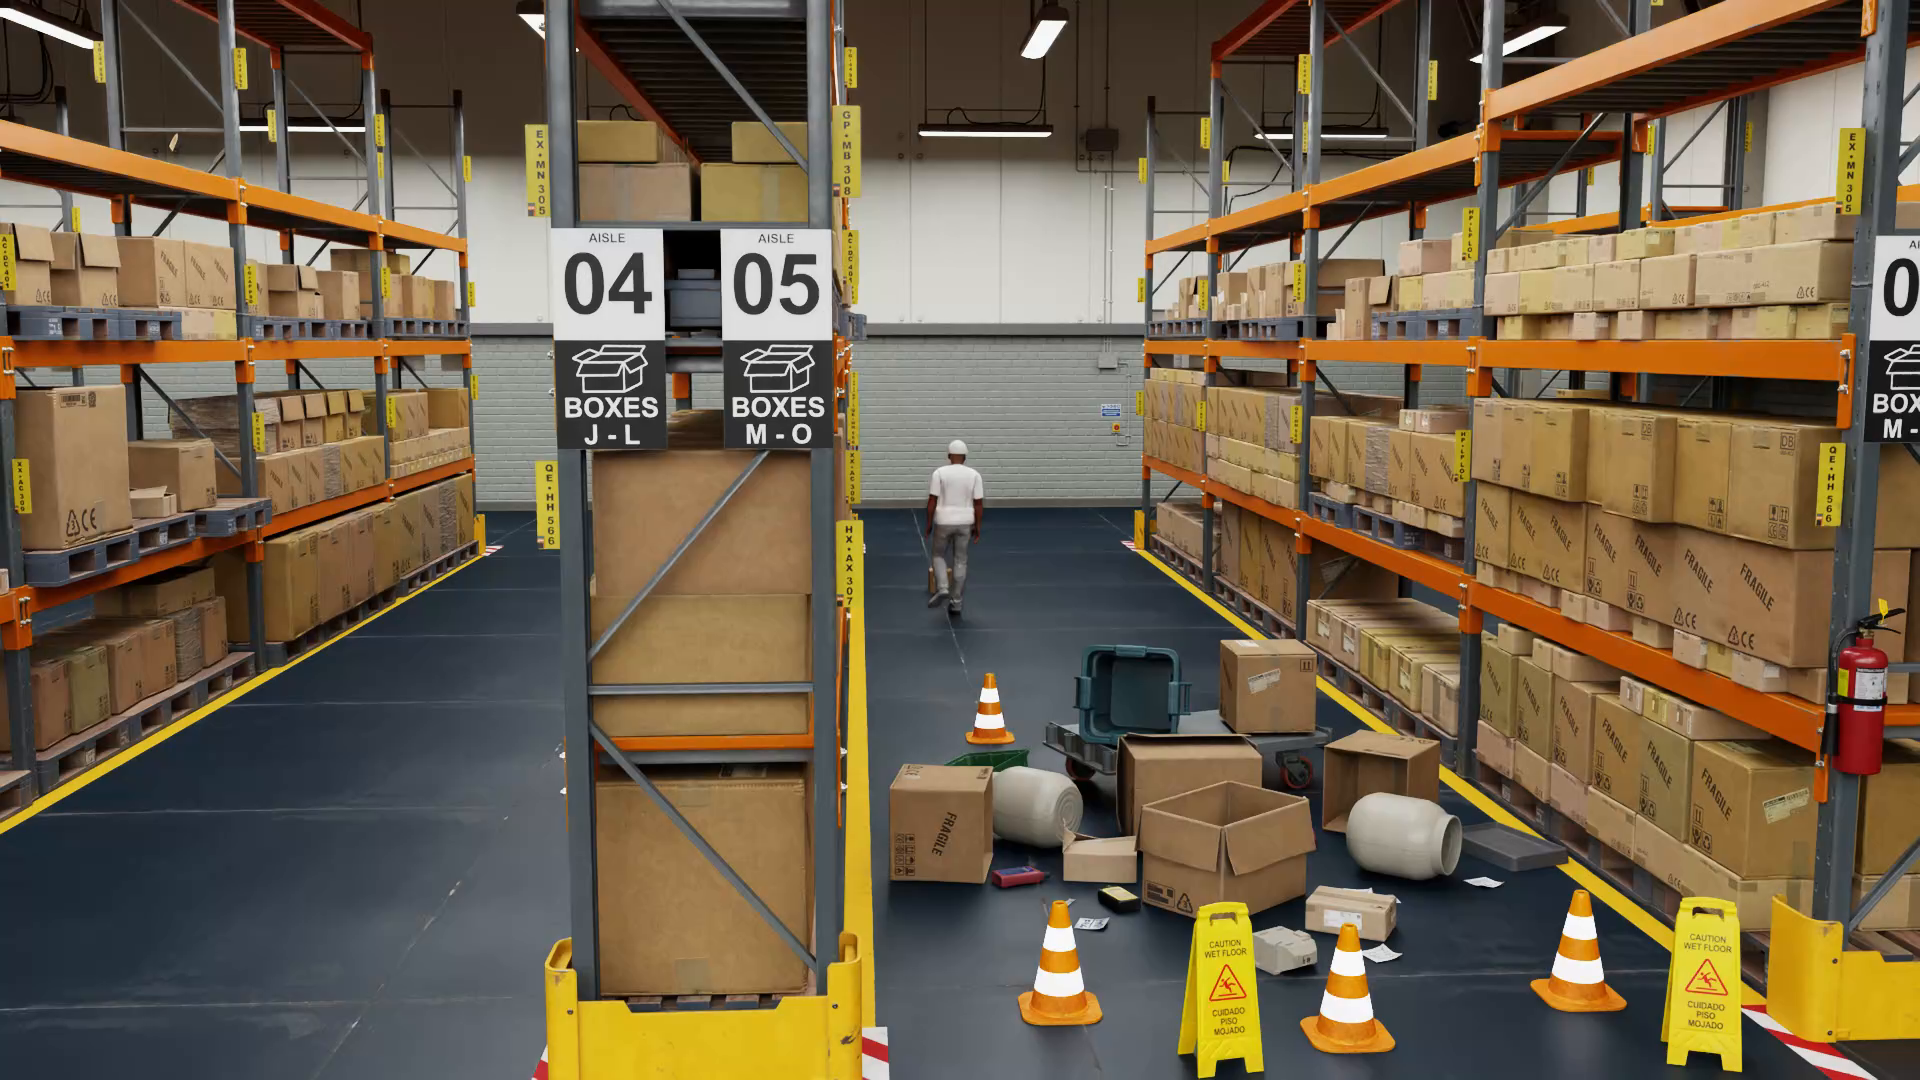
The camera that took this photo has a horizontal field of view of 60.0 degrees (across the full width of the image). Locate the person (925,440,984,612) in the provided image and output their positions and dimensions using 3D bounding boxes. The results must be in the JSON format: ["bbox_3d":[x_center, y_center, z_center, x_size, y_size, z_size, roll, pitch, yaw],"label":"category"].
[{"bbox_3d":[-0.063,-0.151,17.207,0.615,1.754,0.474,0,7,-3],"label":"person"}]
